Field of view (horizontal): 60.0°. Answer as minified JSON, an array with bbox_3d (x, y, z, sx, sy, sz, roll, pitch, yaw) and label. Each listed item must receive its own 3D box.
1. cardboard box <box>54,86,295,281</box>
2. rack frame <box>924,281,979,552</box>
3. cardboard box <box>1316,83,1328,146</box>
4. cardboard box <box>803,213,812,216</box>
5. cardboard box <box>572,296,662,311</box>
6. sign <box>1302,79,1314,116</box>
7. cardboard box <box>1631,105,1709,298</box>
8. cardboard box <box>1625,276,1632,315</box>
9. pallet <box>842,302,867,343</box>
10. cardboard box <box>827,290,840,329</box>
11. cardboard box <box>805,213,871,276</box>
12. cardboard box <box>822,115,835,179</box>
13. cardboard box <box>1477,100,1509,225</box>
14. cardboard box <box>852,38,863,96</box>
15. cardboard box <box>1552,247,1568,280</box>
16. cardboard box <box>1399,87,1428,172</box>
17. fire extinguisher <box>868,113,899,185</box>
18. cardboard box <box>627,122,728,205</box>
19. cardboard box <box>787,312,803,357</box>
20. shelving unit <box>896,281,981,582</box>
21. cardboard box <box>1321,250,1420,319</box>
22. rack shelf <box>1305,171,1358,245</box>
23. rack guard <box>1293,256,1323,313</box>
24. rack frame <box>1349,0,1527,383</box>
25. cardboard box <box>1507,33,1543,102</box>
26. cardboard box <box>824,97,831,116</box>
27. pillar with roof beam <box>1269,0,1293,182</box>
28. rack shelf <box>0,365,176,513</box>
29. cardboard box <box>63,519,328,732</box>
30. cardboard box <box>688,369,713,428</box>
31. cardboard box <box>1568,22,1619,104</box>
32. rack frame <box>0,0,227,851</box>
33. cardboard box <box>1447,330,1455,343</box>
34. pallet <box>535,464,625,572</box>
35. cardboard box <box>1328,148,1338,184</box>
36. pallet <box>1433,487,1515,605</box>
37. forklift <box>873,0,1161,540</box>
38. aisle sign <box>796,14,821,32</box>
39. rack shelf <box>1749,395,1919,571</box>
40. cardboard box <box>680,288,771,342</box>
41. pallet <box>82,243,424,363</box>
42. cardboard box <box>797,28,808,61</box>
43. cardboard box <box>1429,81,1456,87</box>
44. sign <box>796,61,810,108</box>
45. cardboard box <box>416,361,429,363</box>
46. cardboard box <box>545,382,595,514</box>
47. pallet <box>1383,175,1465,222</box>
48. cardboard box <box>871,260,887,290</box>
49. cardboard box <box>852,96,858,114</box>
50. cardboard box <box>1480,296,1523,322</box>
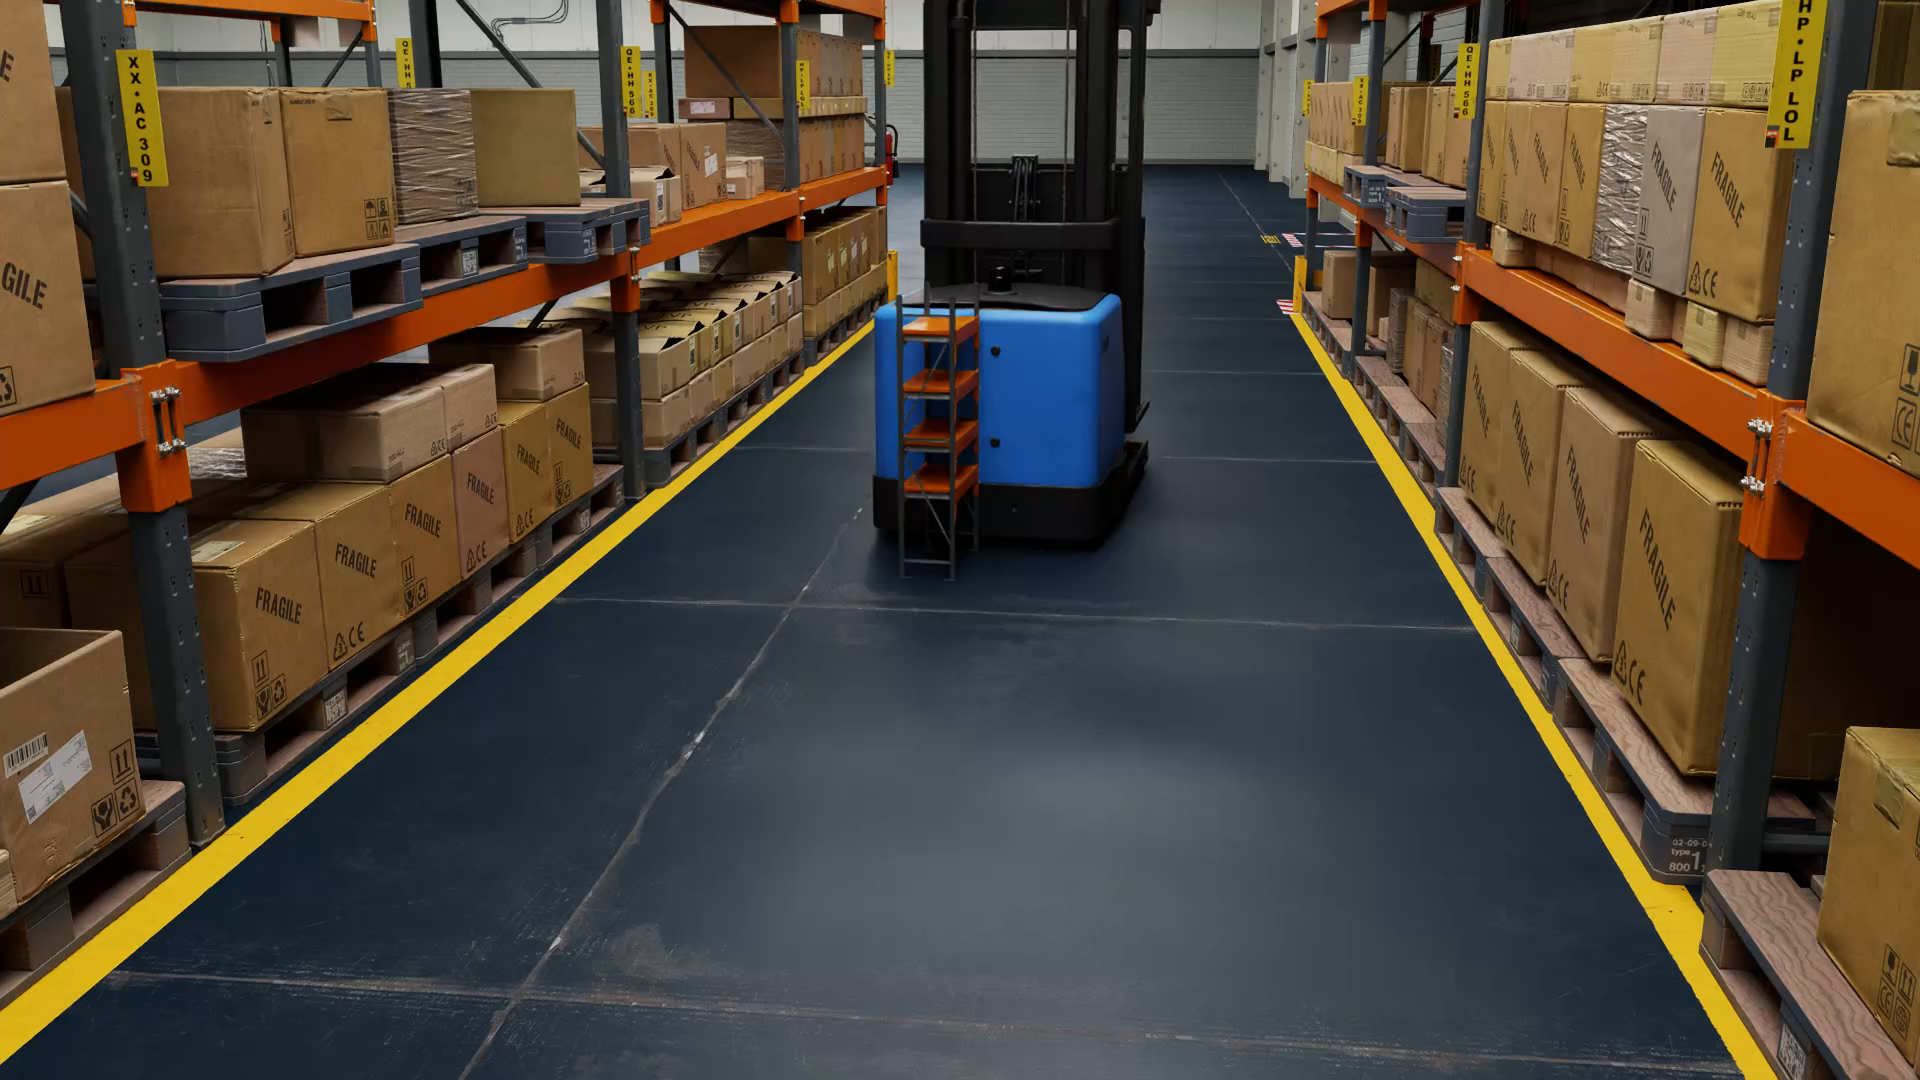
[{"bbox_3d":[-2.279,-1.000,4.618,0.700,0.500,0.500,-3,16,-13],"label":"cardboard box"},{"bbox_3d":[-0.036,-0.534,7.338,0.240,1.200,0.015,3,15,12],"label":"rack frame"},{"bbox_3d":[3.239,-3.523,13.756,0.500,0.500,0.500,1,15,4],"label":"cardboard box"},{"bbox_3d":[-1.580,-2.590,14.521,0.500,0.500,0.500,2,15,6],"label":"cardboard box"},{"bbox_3d":[-2.118,-1.355,10.316,0.500,0.311,0.500,2,15,8],"label":"cardboard box"},{"bbox_3d":[3.183,-4.034,15.175,0.100,0.325,0.005,2,15,6],"label":"sign"},{"bbox_3d":[2.217,-0.949,4.626,0.500,0.500,0.500,2,15,7],"label":"cardboard box"},{"bbox_3d":[2.269,-0.736,5.080,0.380,0.149,0.250,2,15,6],"label":"cardboard box"},{"bbox_3d":[-1.386,-1.884,14.225,1.003,0.211,1.213,2,15,6],"label":"pallet"},{"bbox_3d":[-1.237,-1.824,13.124,0.500,0.250,0.500,2,15,6],"label":"cardboard box"},{"bbox_3d":[-1.064,-2.575,14.464,0.500,0.500,0.500,2,15,6],"label":"cardboard box"},{"bbox_3d":[-1.438,-3.271,13.821,0.700,0.500,0.500,2,15,8],"label":"cardboard box"},{"bbox_3d":[2.510,-1.608,7.064,0.500,0.500,0.500,2,15,8],"label":"cardboard box"},{"bbox_3d":[-1.272,-4.285,15.086,0.700,0.500,0.500,2,15,6],"label":"cardboard box"},{"bbox_3d":[2.474,-1.067,6.305,0.380,0.149,0.250,2,15,7],"label":"cardboard box"},{"bbox_3d":[3.109,-2.548,10.303,0.700,0.500,0.500,3,15,12],"label":"cardboard box"},{"bbox_3d":[-0.726,-3.725,15.838,0.296,0.674,0.183,2,15,6],"label":"fire extinguisher"},{"bbox_3d":[-1.814,-2.421,10.676,0.500,0.500,0.500,3,15,10],"label":"cardboard box"},{"bbox_3d":[-1.411,-1.467,11.804,0.500,0.250,0.500,2,15,6],"label":"cardboard box"},{"bbox_3d":[-0.087,-0.472,7.107,0.258,1.200,0.503,3,15,12],"label":"shelving unit"},{"bbox_3d":[3.357,-2.092,13.600,0.700,0.500,0.500,1,15,3],"label":"cardboard box"},{"bbox_3d":[3.496,-2.734,13.405,1.077,0.370,4.000,2,15,6],"label":"rack shelf"},{"bbox_3d":[3.713,-2.374,15.483,1.175,0.500,0.348,2,15,6],"label":"rack guard"},{"bbox_3d":[3.270,-2.563,11.393,1.000,3.000,0.127,2,15,6],"label":"rack frame"},{"bbox_3d":[2.452,-1.839,6.481,0.500,0.250,0.500,1,15,5],"label":"cardboard box"},{"bbox_3d":[-1.258,-3.535,13.554,0.380,0.149,0.250,2,15,6],"label":"cardboard box"},{"bbox_3d":[2.933,-12.641,37.170,9.100,9.000,0.400,2,15,6],"label":"pillar with roof beam"},{"bbox_3d":[-2.780,0.233,2.431,1.077,0.370,4.000,2,15,6],"label":"rack shelf"},{"bbox_3d":[-2.258,0.243,4.962,0.500,0.500,0.500,1,15,4],"label":"cardboard box"},{"bbox_3d":[-1.697,-0.803,9.349,0.500,0.250,0.500,1,15,5],"label":"cardboard box"},{"bbox_3d":[2.348,-1.577,5.511,0.500,0.250,0.500,1,15,5],"label":"cardboard box"},{"bbox_3d":[-2.555,-0.633,4.256,1.000,3.000,0.127,2,15,6],"label":"rack frame"},{"bbox_3d":[3.022,-0.849,9.003,0.700,0.500,0.500,2,15,6],"label":"cardboard box"},{"bbox_3d":[-2.225,-0.132,7.744,1.003,0.211,1.213,2,15,6],"label":"pallet"},{"bbox_3d":[3.129,-2.892,12.858,0.500,0.250,0.500,2,15,6],"label":"cardboard box"},{"bbox_3d":[2.655,0.023,7.172,1.003,0.211,1.213,2,15,6],"label":"pallet"},{"bbox_3d":[0.414,-1.753,8.529,1.130,2.935,3.031,3,15,12],"label":"forklift"},{"bbox_3d":[-1.498,-5.026,15.523,0.394,0.787,0.004,2,15,6],"label":"aisle sign"},{"bbox_3d":[2.142,0.378,1.895,1.077,0.370,4.000,2,15,6],"label":"rack shelf"},{"bbox_3d":[-1.524,-1.476,10.762,0.500,0.311,0.500,2,15,6],"label":"cardboard box"},{"bbox_3d":[-2.356,-0.744,5.035,1.003,0.211,1.213,2,15,6],"label":"pallet"},{"bbox_3d":[-1.552,-3.629,12.658,0.700,0.500,0.500,2,15,6],"label":"cardboard box"},{"bbox_3d":[3.531,-2.978,11.740,0.500,0.500,0.500,1,15,5],"label":"cardboard box"},{"bbox_3d":[-1.112,-3.215,11.738,0.100,0.325,0.005,2,15,6],"label":"sign"},{"bbox_3d":[-2.439,-0.566,7.956,0.500,0.500,0.500,2,15,9],"label":"cardboard box"},{"bbox_3d":[-1.976,-0.426,7.438,0.500,0.500,0.500,2,15,8],"label":"cardboard box"},{"bbox_3d":[3.002,-1.947,9.484,1.003,0.211,1.213,2,15,6],"label":"pallet"},{"bbox_3d":[-0.968,-2.473,15.523,0.500,0.250,0.500,2,15,6],"label":"cardboard box"},{"bbox_3d":[-1.111,-3.867,14.784,0.380,0.149,0.250,1,15,5],"label":"cardboard box"},{"bbox_3d":[2.975,-1.227,8.963,0.500,0.250,0.500,2,15,7],"label":"cardboard box"}]
